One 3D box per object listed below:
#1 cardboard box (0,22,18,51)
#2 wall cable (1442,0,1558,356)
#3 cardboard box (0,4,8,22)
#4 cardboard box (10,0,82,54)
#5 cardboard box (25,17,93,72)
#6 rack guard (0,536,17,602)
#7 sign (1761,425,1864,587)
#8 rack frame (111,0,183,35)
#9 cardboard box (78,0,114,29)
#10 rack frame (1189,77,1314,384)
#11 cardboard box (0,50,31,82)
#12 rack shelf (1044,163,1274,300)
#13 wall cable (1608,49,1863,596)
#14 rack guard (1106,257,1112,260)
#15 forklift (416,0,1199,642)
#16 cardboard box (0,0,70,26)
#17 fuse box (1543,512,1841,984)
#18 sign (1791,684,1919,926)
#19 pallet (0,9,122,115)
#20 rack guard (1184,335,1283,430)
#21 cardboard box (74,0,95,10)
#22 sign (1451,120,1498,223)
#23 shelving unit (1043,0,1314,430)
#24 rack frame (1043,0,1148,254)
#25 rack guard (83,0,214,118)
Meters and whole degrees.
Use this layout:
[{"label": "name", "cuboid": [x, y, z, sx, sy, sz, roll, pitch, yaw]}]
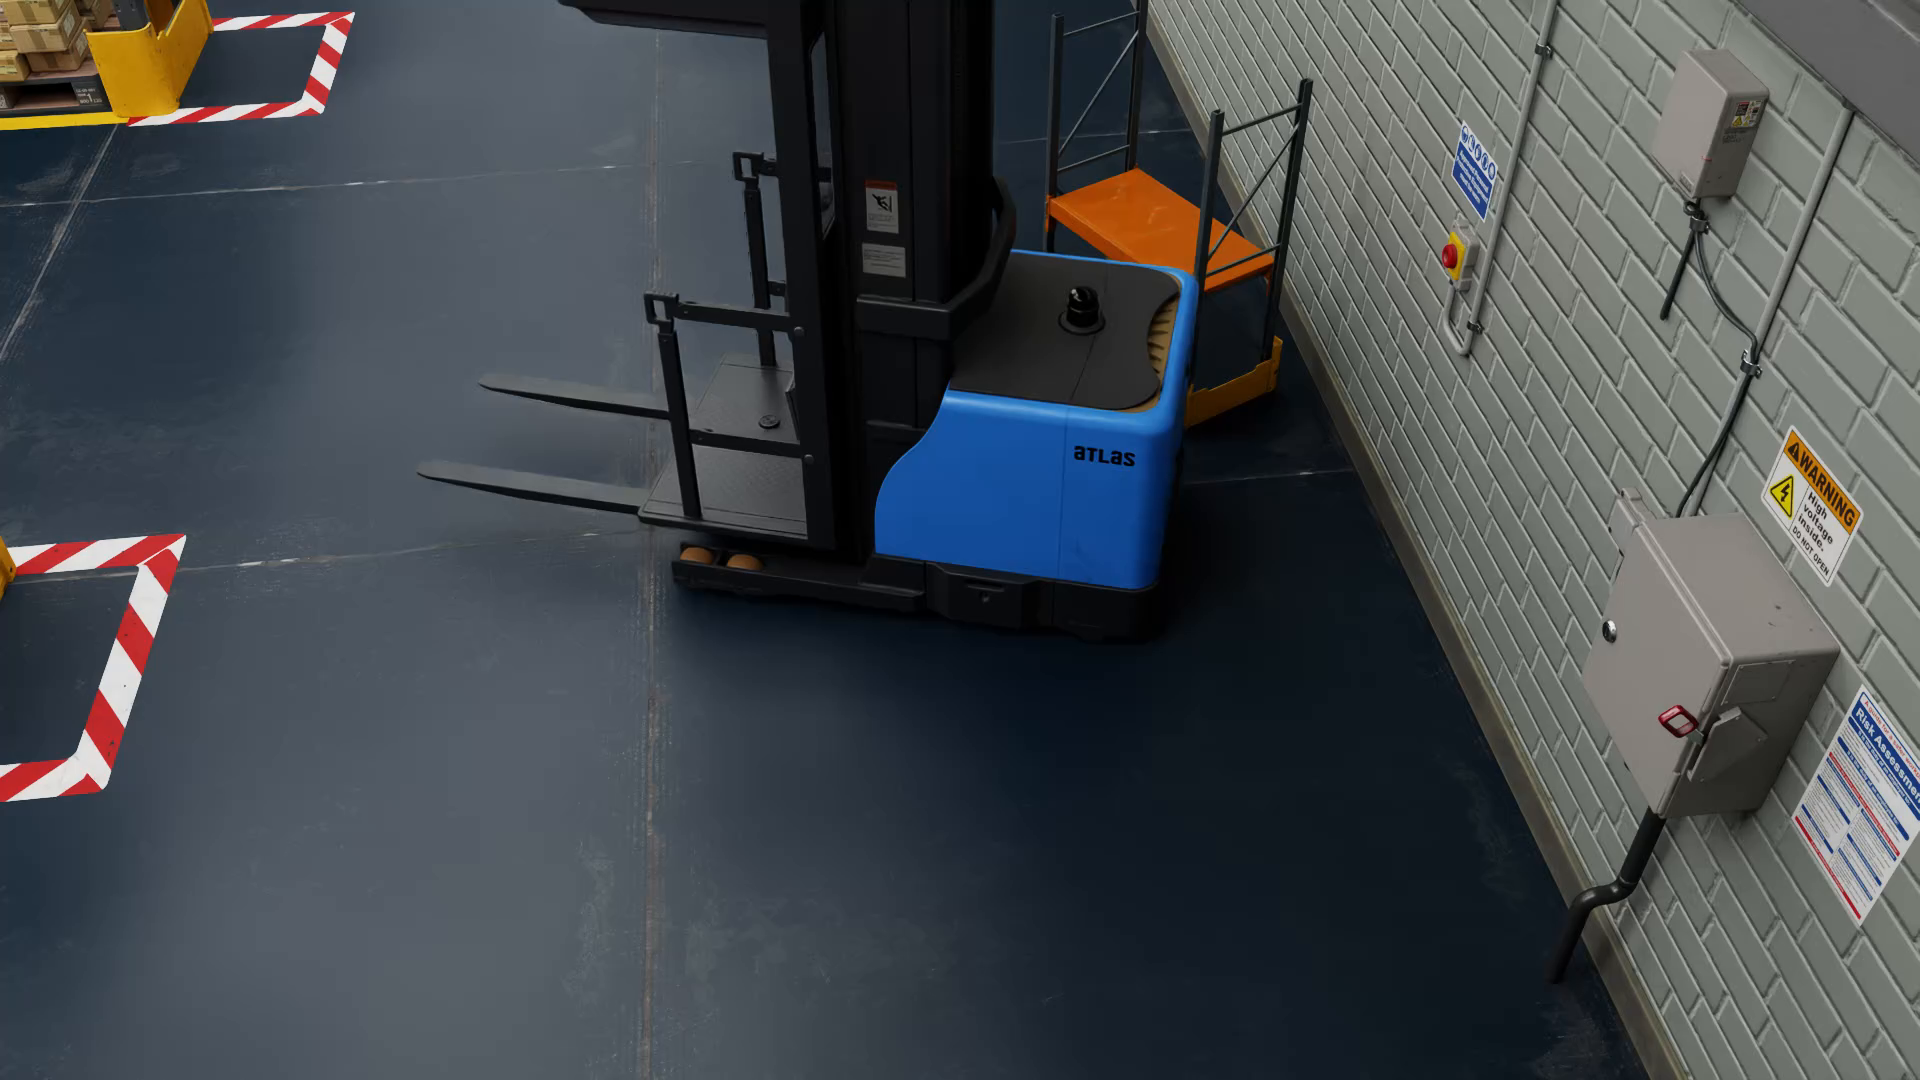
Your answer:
[{"label": "cardboard box", "cuboid": [-5.371, -2.889, 9.306, 0.250, 0.149, 0.380, -6, 42, -7]}, {"label": "wall cable", "cuboid": [1.711, -1.519, 5.412, 0.123, 1.953, 0.585, -5, 42, -6]}, {"label": "cardboard box", "cuboid": [-5.368, -3.024, 9.233, 0.250, 0.149, 0.380, -4, 42, -5]}, {"label": "cardboard box", "cuboid": [-5.105, -2.876, 9.292, 0.250, 0.149, 0.380, -6, 42, -7]}, {"label": "cardboard box", "cuboid": [-5.114, -2.817, 9.448, 0.250, 0.149, 0.380, -4, 42, -5]}, {"label": "rack guard", "cuboid": [-3.853, 0.301, 6.043, 0.348, 0.500, 1.175, -5, 42, -6]}, {"label": "sign", "cuboid": [2.037, -0.084, 3.986, 0.001, 0.242, 0.339, -5, 42, -6]}, {"label": "rack frame", "cuboid": [-4.619, -3.903, 8.838, 0.127, 3.000, 1.000, -5, 42, -6]}, {"label": "cardboard box", "cuboid": [-5.180, -3.168, 9.837, 0.250, 0.149, 0.380, -4, 42, -5]}, {"label": "rack frame", "cuboid": [1.169, -1.156, 6.911, 0.500, 1.500, 0.032, -24, 47, -25]}, {"label": "cardboard box", "cuboid": [-5.356, -2.727, 9.349, 0.250, 0.149, 0.380, -4, 42, -4]}, {"label": "rack shelf", "cuboid": [0.883, -1.304, 7.344, 0.538, 0.185, 1.000, -24, 47, -25]}, {"label": "wall cable", "cuboid": [1.907, -0.566, 4.380, 0.122, 1.984, 0.588, -5, 42, -6]}, {"label": "rack guard", "cuboid": [0.608, -1.244, 7.942, 0.587, 0.250, 0.087, -24, 47, -25]}, {"label": "forklift", "cuboid": [-0.654, -1.206, 5.899, 3.031, 2.935, 1.130, 8, 43, 9]}, {"label": "cardboard box", "cuboid": [-5.111, -3.007, 9.215, 0.250, 0.149, 0.380, -5, 42, -5]}, {"label": "fuse box", "cuboid": [1.839, 0.756, 4.634, 0.414, 1.711, 0.539, -5, 42, -6]}, {"label": "sign", "cuboid": [2.108, 0.623, 3.890, 0.001, 0.494, 0.329, -5, 42, -6]}, {"label": "pallet", "cuboid": [-5.504, -2.814, 9.712, 1.213, 0.211, 1.003, -5, 42, -6]}, {"label": "rack guard", "cuboid": [1.168, -0.692, 7.331, 0.587, 0.250, 0.087, -24, 47, -25]}, {"label": "cardboard box", "cuboid": [-5.172, -3.236, 9.691, 0.250, 0.149, 0.380, -3, 42, -4]}, {"label": "sign", "cuboid": [1.766, -1.268, 5.714, 0.001, 0.218, 0.327, -5, 42, -6]}, {"label": "shelving unit", "cuboid": [0.888, -1.432, 7.218, 0.587, 1.500, 1.083, -24, 47, -25]}, {"label": "rack frame", "cuboid": [0.597, -1.719, 7.536, 0.500, 1.500, 0.032, -24, 47, -25]}, {"label": "rack guard", "cuboid": [-4.694, -2.969, 9.668, 0.348, 0.500, 1.175, -5, 42, -6]}]
